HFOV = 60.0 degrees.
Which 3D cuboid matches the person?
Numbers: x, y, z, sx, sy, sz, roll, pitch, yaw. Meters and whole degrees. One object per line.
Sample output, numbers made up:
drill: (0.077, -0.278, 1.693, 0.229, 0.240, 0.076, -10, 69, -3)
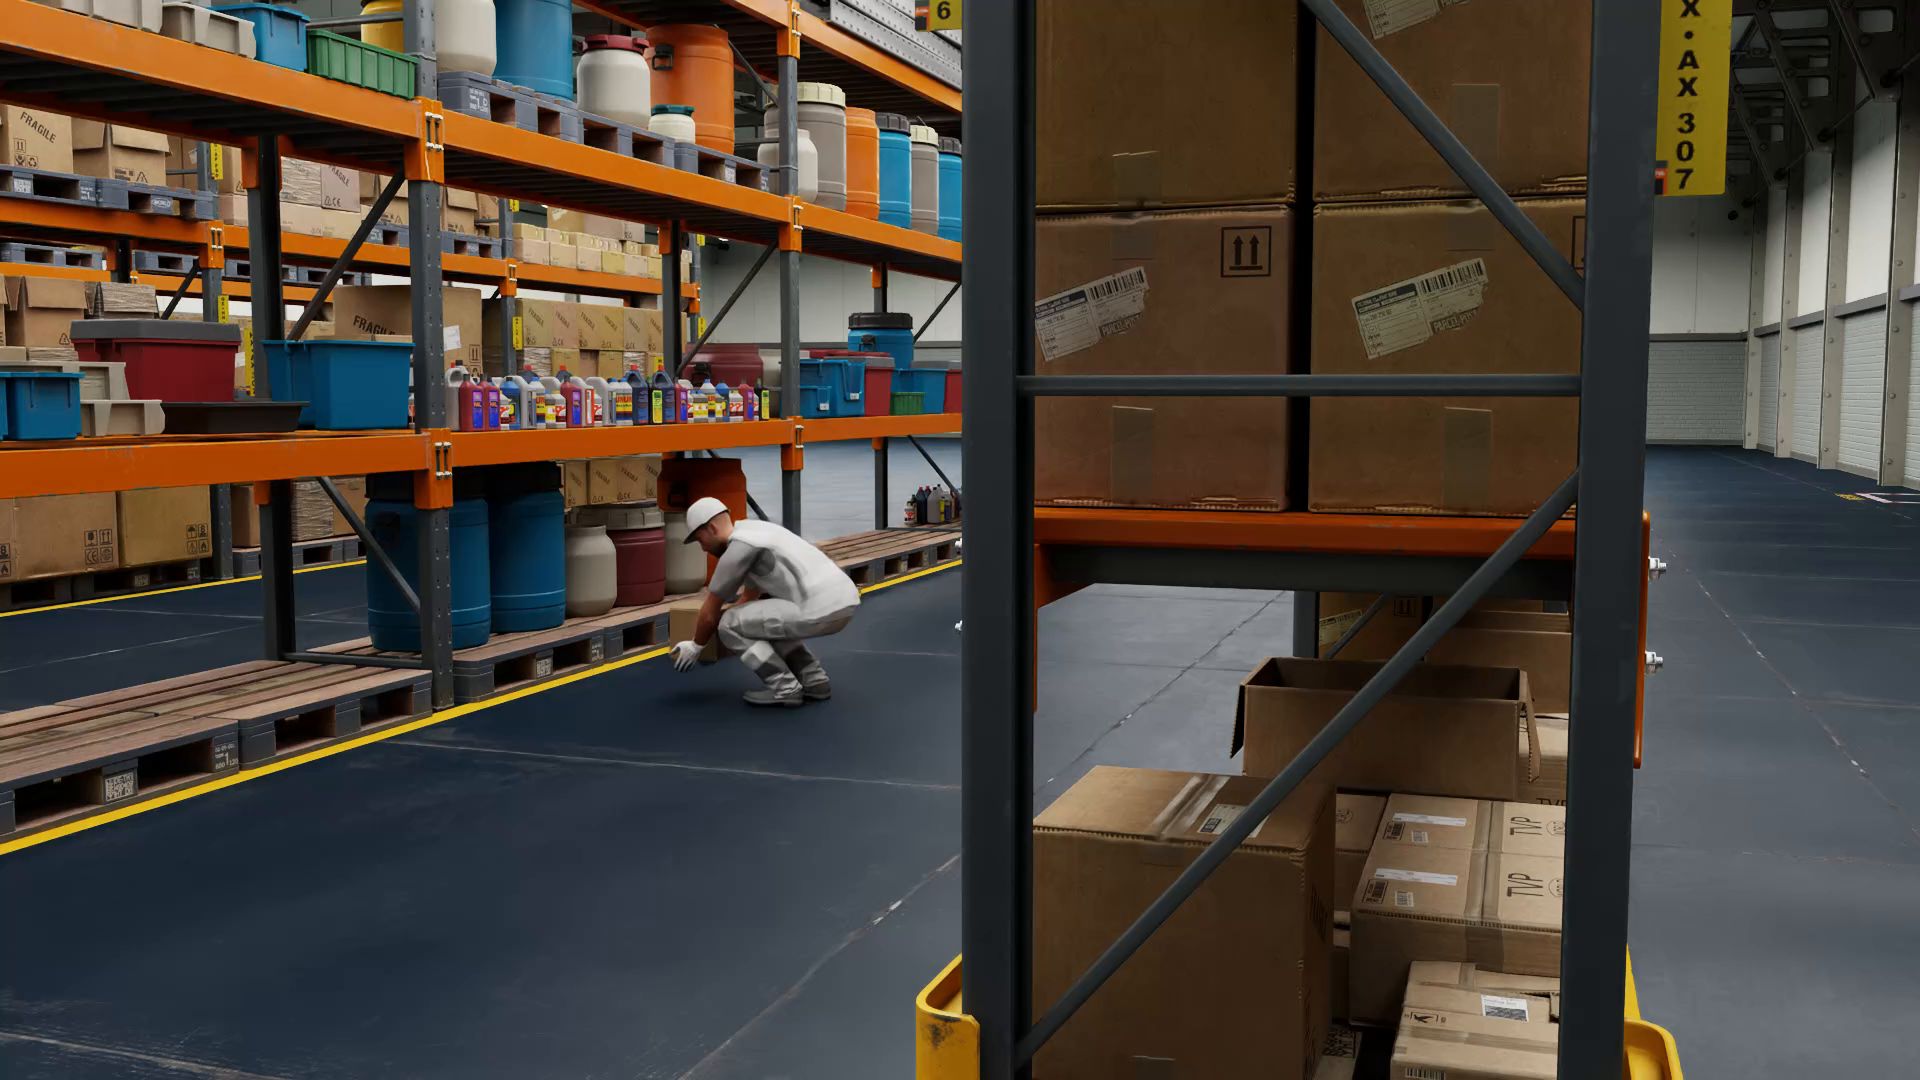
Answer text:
person: (-0.938, 0.292, 8.029, 0.884, 0.994, 0.574, 2, 5, 19)
